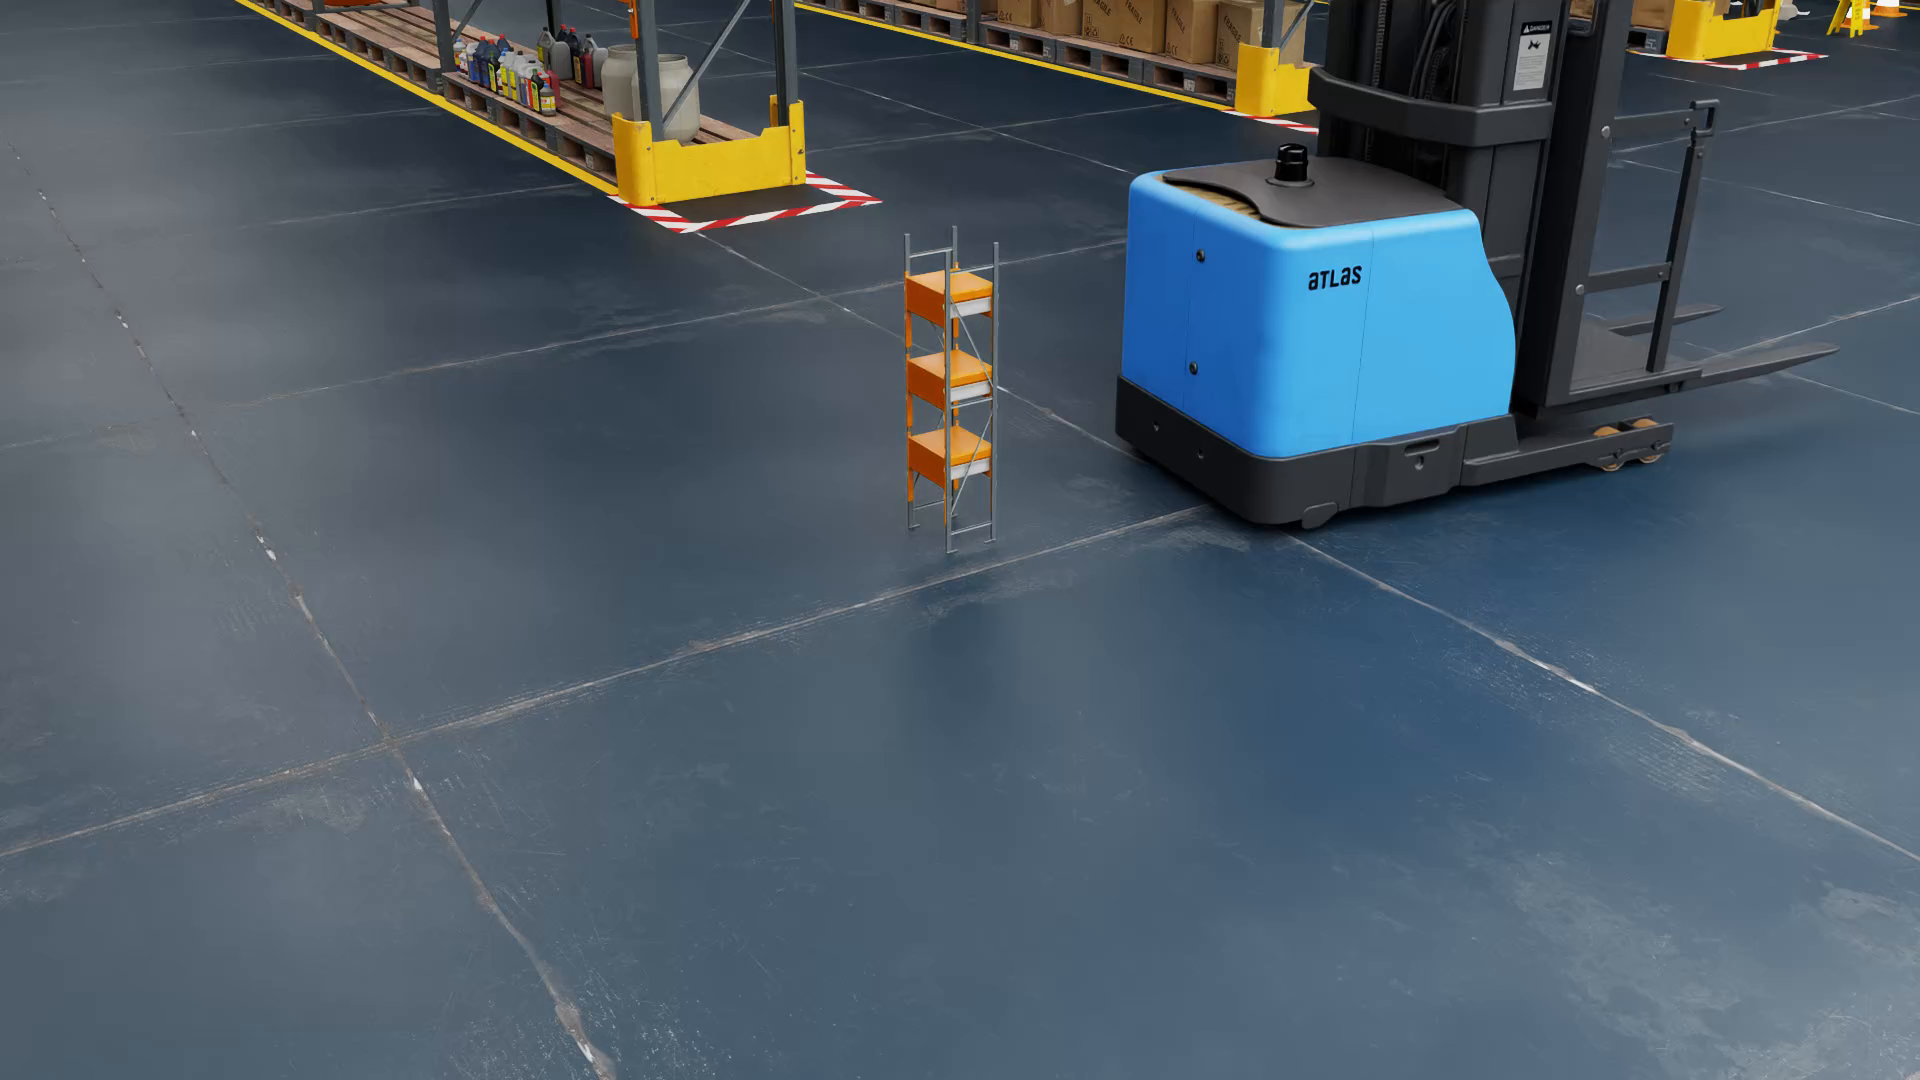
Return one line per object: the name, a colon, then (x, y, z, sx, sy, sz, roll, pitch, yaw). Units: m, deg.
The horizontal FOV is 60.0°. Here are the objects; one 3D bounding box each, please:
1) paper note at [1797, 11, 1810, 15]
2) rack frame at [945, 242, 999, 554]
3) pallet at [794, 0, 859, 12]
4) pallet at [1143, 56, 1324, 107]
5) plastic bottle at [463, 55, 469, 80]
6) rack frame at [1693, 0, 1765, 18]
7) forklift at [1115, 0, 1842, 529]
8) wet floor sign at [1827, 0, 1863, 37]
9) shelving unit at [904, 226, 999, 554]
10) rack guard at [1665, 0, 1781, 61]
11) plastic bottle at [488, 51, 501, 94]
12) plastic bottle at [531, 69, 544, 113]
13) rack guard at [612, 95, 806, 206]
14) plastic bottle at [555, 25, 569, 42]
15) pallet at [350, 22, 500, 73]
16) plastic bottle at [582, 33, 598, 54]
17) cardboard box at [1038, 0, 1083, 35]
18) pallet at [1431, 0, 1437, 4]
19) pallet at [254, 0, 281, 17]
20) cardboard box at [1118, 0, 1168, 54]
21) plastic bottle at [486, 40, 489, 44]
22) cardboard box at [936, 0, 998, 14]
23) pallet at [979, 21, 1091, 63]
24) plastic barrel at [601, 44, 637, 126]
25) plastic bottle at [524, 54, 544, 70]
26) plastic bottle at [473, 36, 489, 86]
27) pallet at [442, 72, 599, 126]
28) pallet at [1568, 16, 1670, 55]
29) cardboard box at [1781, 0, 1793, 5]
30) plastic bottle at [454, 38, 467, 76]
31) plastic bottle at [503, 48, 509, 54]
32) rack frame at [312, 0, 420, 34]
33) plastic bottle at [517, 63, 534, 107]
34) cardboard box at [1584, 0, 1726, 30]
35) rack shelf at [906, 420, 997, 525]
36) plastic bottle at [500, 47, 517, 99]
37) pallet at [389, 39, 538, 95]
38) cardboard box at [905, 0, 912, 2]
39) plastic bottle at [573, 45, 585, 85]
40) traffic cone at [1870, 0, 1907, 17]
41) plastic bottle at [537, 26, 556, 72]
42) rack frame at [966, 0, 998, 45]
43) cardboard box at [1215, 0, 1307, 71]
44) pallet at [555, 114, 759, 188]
paper note: (8.813, -5.528, 17.424, 0.142, 0.019, 0.148, 18, 31, 33)
rack frame: (0.037, -0.450, 5.474, 0.200, 1.050, 0.008, -16, 29, -30)
pallet: (-1.248, -6.007, 18.228, 1.003, 0.211, 1.213, -16, 29, -30)
pallet: (2.239, -3.752, 13.450, 1.003, 0.211, 1.213, -16, 29, -30)
plastic bottle: (-3.722, -3.608, 12.642, 0.097, 0.201, 0.097, 0, 25, 0)
rack frame: (6.905, -5.807, 14.537, 1.000, 3.000, 0.127, -16, 29, -30)
forklift: (2.161, -1.776, 6.079, 3.031, 2.935, 1.130, -11, 28, -23)
wet floor sign: (8.580, -5.193, 15.995, 0.267, 0.644, 0.232, -22, 33, -38)
shelving unit: (-0.029, -0.494, 5.566, 0.215, 1.050, 0.252, -16, 29, -30)
rack guard: (6.918, -4.668, 15.052, 1.175, 0.500, 0.348, -16, 29, -30)
plastic bottle: (-3.388, -3.412, 12.131, 0.061, 0.283, 0.133, -14, 29, -27)
plastic bottle: (-2.905, -3.096, 11.460, 0.061, 0.283, 0.133, -15, 29, -28)
rack guard: (-1.537, -2.418, 10.288, 1.175, 0.500, 0.348, -16, 29, -30)
plastic bottle: (-3.046, -3.801, 12.876, 0.144, 0.351, 0.185, -16, 30, -31)
pallet: (-4.771, -4.411, 14.847, 1.003, 0.211, 1.213, -16, 29, -30)
plastic bottle: (-2.765, -3.617, 12.486, 0.144, 0.351, 0.185, -16, 29, -30)
cardboard box: (1.014, -4.822, 14.886, 0.500, 0.500, 0.500, -6, 26, -13)
pallet: (5.071, -5.686, 17.548, 1.003, 0.211, 1.213, -16, 29, -30)
pallet: (-6.950, -5.841, 17.876, 1.003, 0.211, 1.213, -16, 29, -30)
cardboard box: (1.686, -4.408, 14.010, 0.500, 0.500, 0.500, -13, 28, -25)
plastic bottle: (-3.545, -3.634, 12.600, 0.061, 0.283, 0.133, -16, 29, -30)
cardboard box: (0.193, -5.411, 16.111, 0.700, 0.500, 0.500, -18, 31, -33)
pallet: (0.907, -4.625, 15.299, 1.003, 0.211, 1.213, -16, 29, -30)
plastic barrel: (-2.153, -2.994, 11.002, 0.421, 0.512, 0.421, 0, 25, 0)
plastic bottle: (-3.101, -3.369, 12.048, 0.152, 0.276, 0.135, -16, 29, -30)
plastic bottle: (-3.547, -3.579, 12.405, 0.144, 0.351, 0.185, -15, 29, -28)
pallet: (-3.308, -3.452, 12.816, 1.003, 0.211, 1.213, -16, 29, -30)
pallet: (6.403, -4.813, 15.699, 1.003, 0.211, 1.213, -16, 29, -30)
cardboard box: (8.589, -5.705, 17.661, 0.380, 0.149, 0.250, -1, 25, -3)
plastic bottle: (-3.833, -3.712, 12.781, 0.097, 0.271, 0.097, 0, 25, 0)
plastic bottle: (-3.366, -3.519, 12.372, 0.097, 0.271, 0.097, 0, 25, 0)
rack frame: (-5.823, -6.394, 15.781, 1.000, 3.000, 0.127, -16, 29, -30)
plastic bottle: (-3.016, -3.201, 11.692, 0.152, 0.276, 0.135, -16, 30, -31)
cardboard box: (6.479, -5.263, 15.382, 0.875, 0.875, 0.875, -15, 29, -29)
rack shelf: (-0.029, -0.233, 5.690, 0.215, 0.259, 0.240, -16, 29, -30)
plastic bottle: (-3.211, -3.359, 11.940, 0.144, 0.351, 0.185, -16, 30, -30)
pallet: (-4.101, -3.974, 13.921, 1.003, 0.211, 1.213, -16, 29, -30)
cardboard box: (-0.357, -5.786, 16.905, 0.700, 0.500, 0.500, -18, 31, -34)
plastic bottle: (-2.837, -3.554, 12.430, 0.061, 0.283, 0.133, -16, 29, -30)
traffic cone: (9.681, -5.702, 17.287, 0.336, 0.463, 0.334, -16, 29, -30)
plastic bottle: (-3.167, -3.768, 12.805, 0.144, 0.351, 0.185, -16, 29, -30)
rack frame: (0.510, -6.118, 15.195, 1.000, 3.000, 0.127, -16, 29, -30)
cardboard box: (2.367, -3.974, 13.090, 0.500, 0.500, 0.500, -10, 27, -20)
pallet: (-1.976, -2.580, 10.967, 1.003, 0.211, 1.213, -16, 29, -30)
